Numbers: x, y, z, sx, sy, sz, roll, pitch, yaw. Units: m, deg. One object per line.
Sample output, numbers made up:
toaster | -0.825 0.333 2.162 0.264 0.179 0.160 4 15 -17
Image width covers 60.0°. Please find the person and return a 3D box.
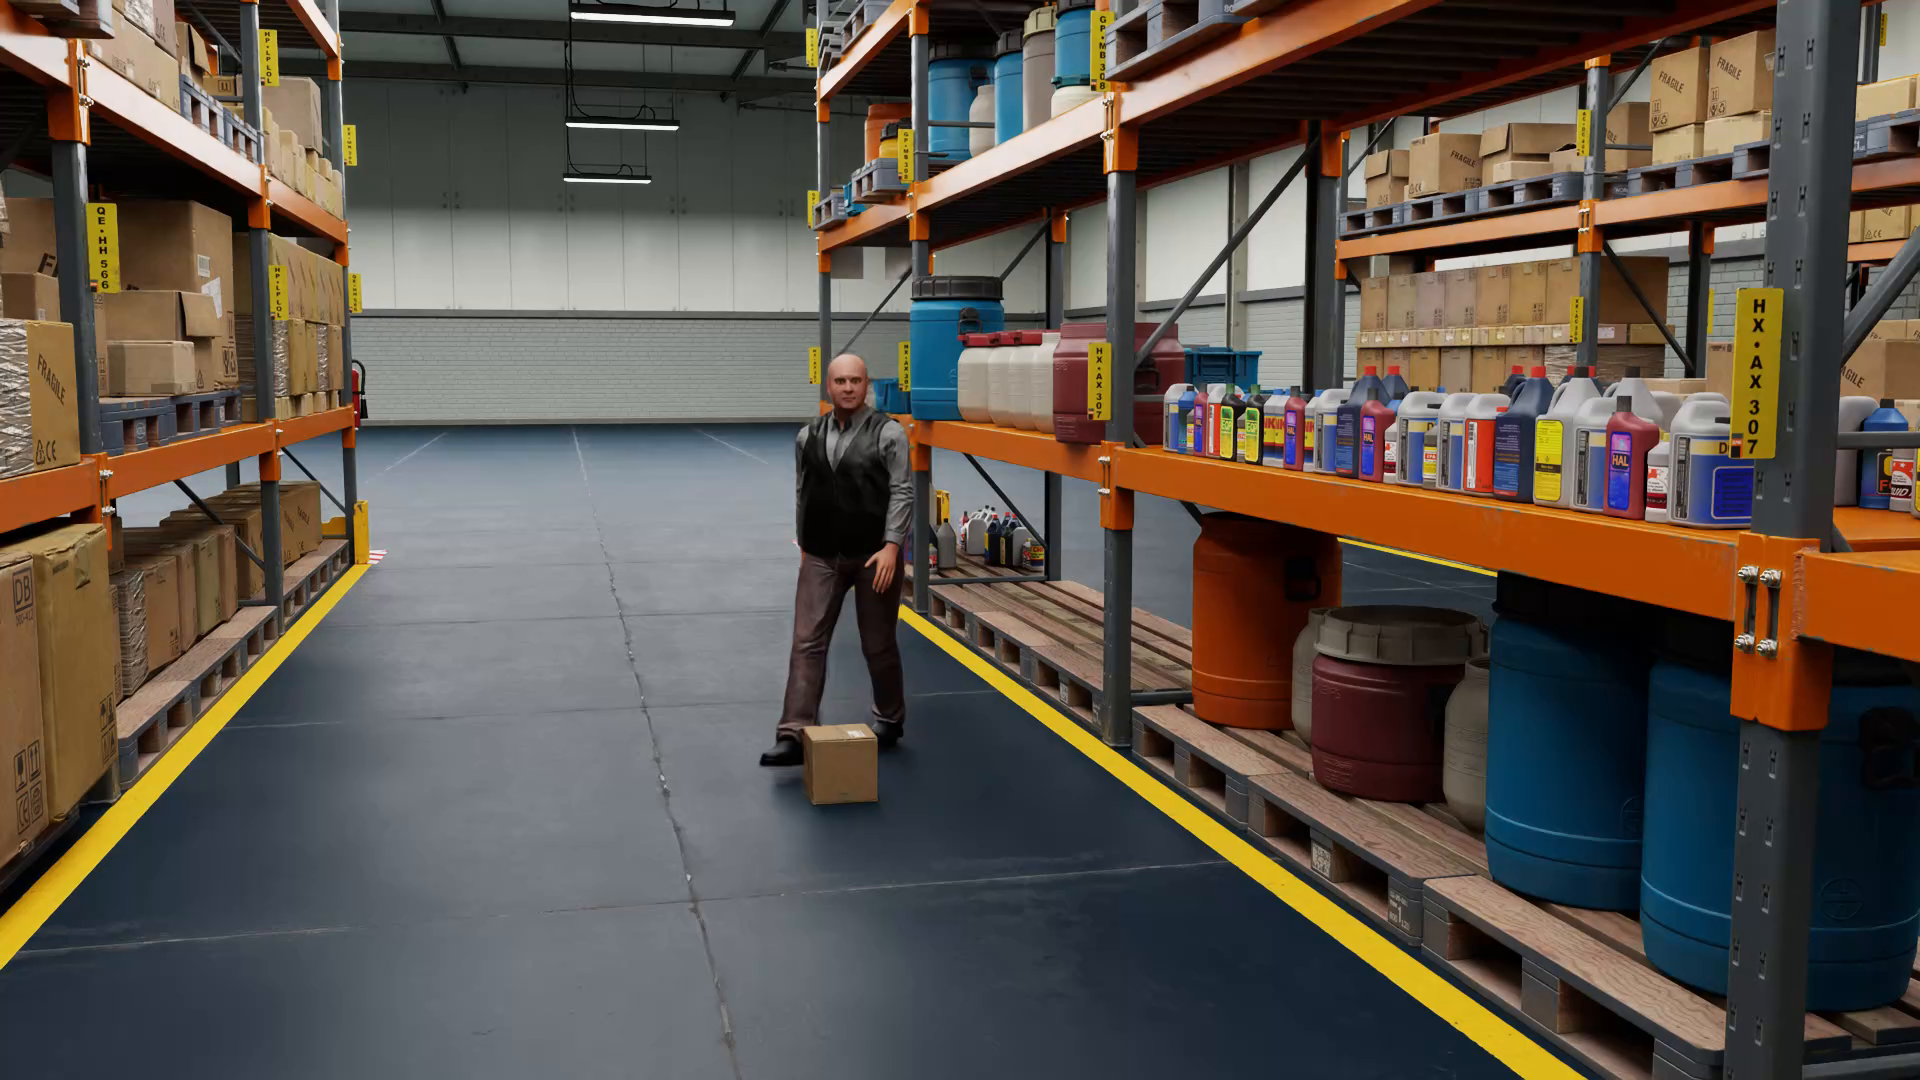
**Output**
person | -0.481 0.075 6.843 0.566 1.671 0.967 2 6 14
